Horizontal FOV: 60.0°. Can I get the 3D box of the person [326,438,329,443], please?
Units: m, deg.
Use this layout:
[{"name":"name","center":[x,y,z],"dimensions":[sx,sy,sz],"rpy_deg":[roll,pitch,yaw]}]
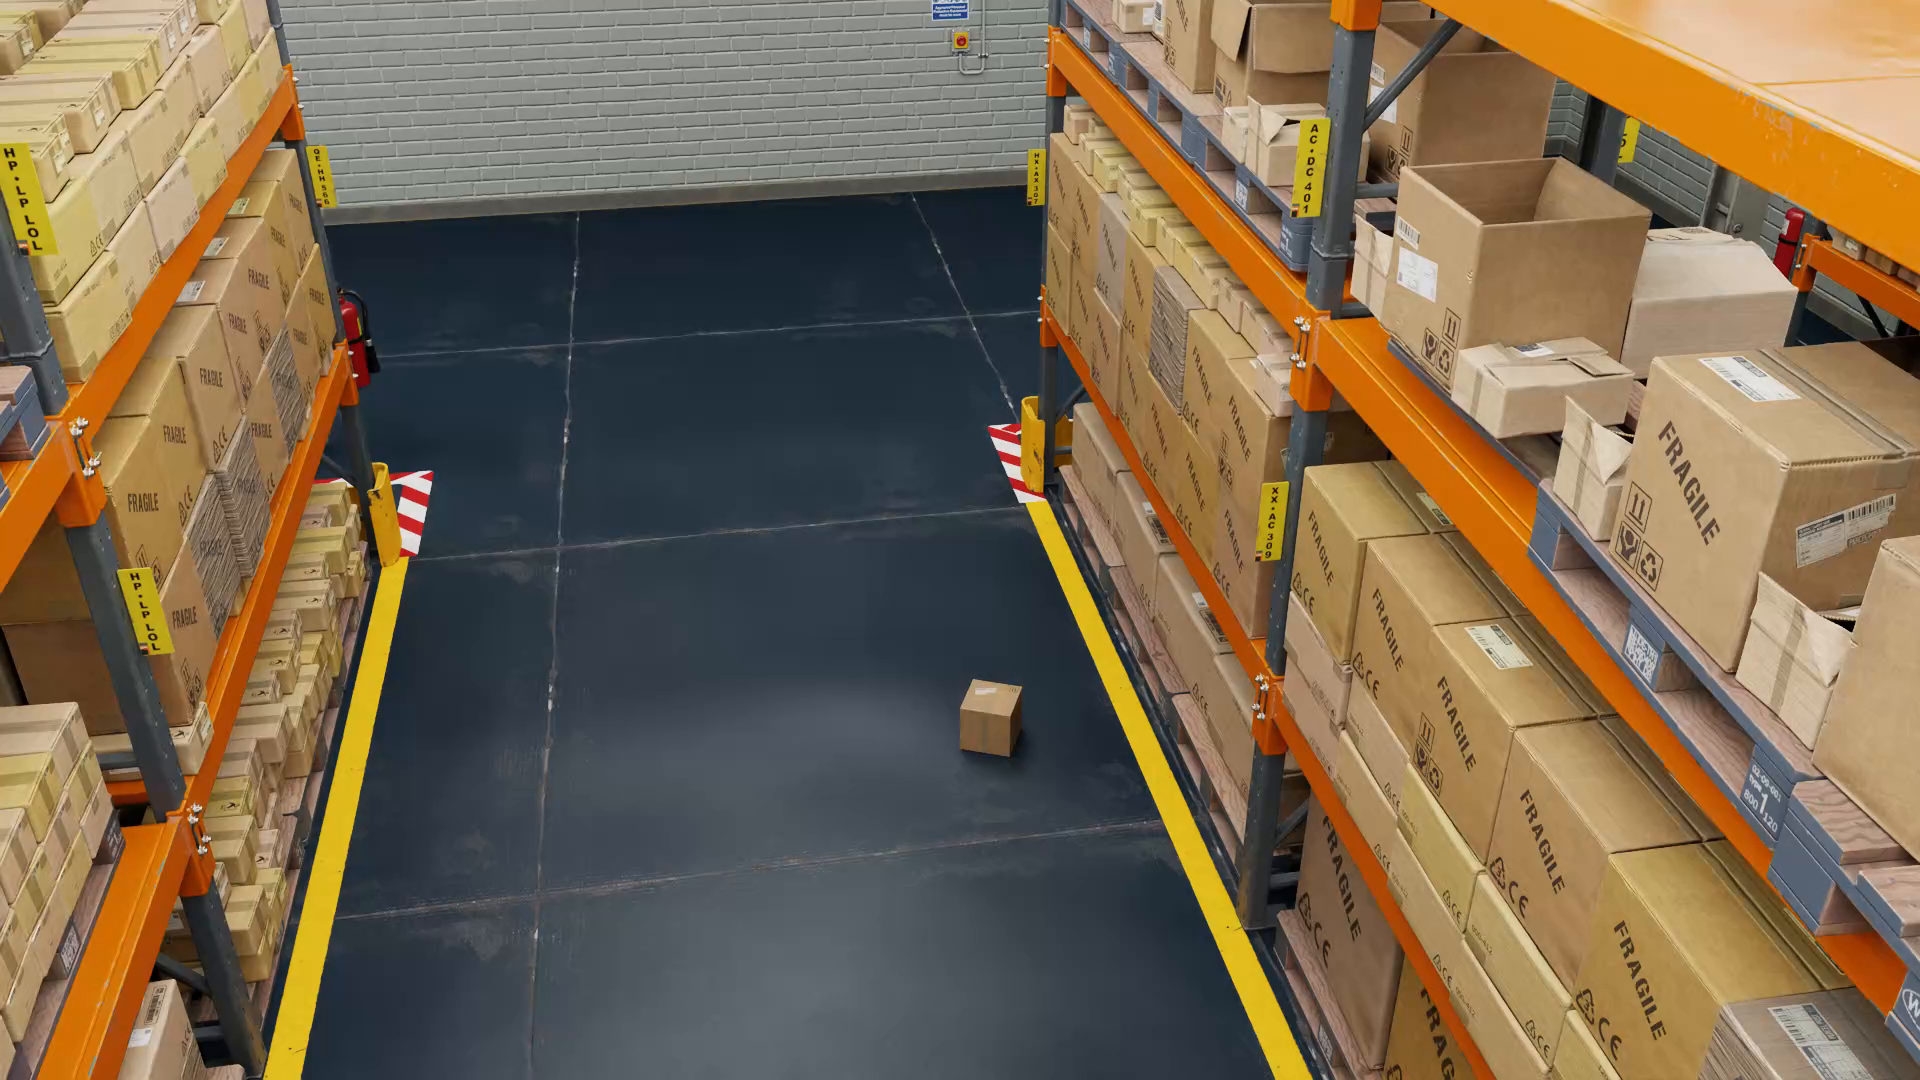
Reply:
[{"name":"person","center":[-4.422,-1.287,10.336],"dimensions":[0.696,1.825,0.590],"rpy_deg":[-8,31,-14]}]
